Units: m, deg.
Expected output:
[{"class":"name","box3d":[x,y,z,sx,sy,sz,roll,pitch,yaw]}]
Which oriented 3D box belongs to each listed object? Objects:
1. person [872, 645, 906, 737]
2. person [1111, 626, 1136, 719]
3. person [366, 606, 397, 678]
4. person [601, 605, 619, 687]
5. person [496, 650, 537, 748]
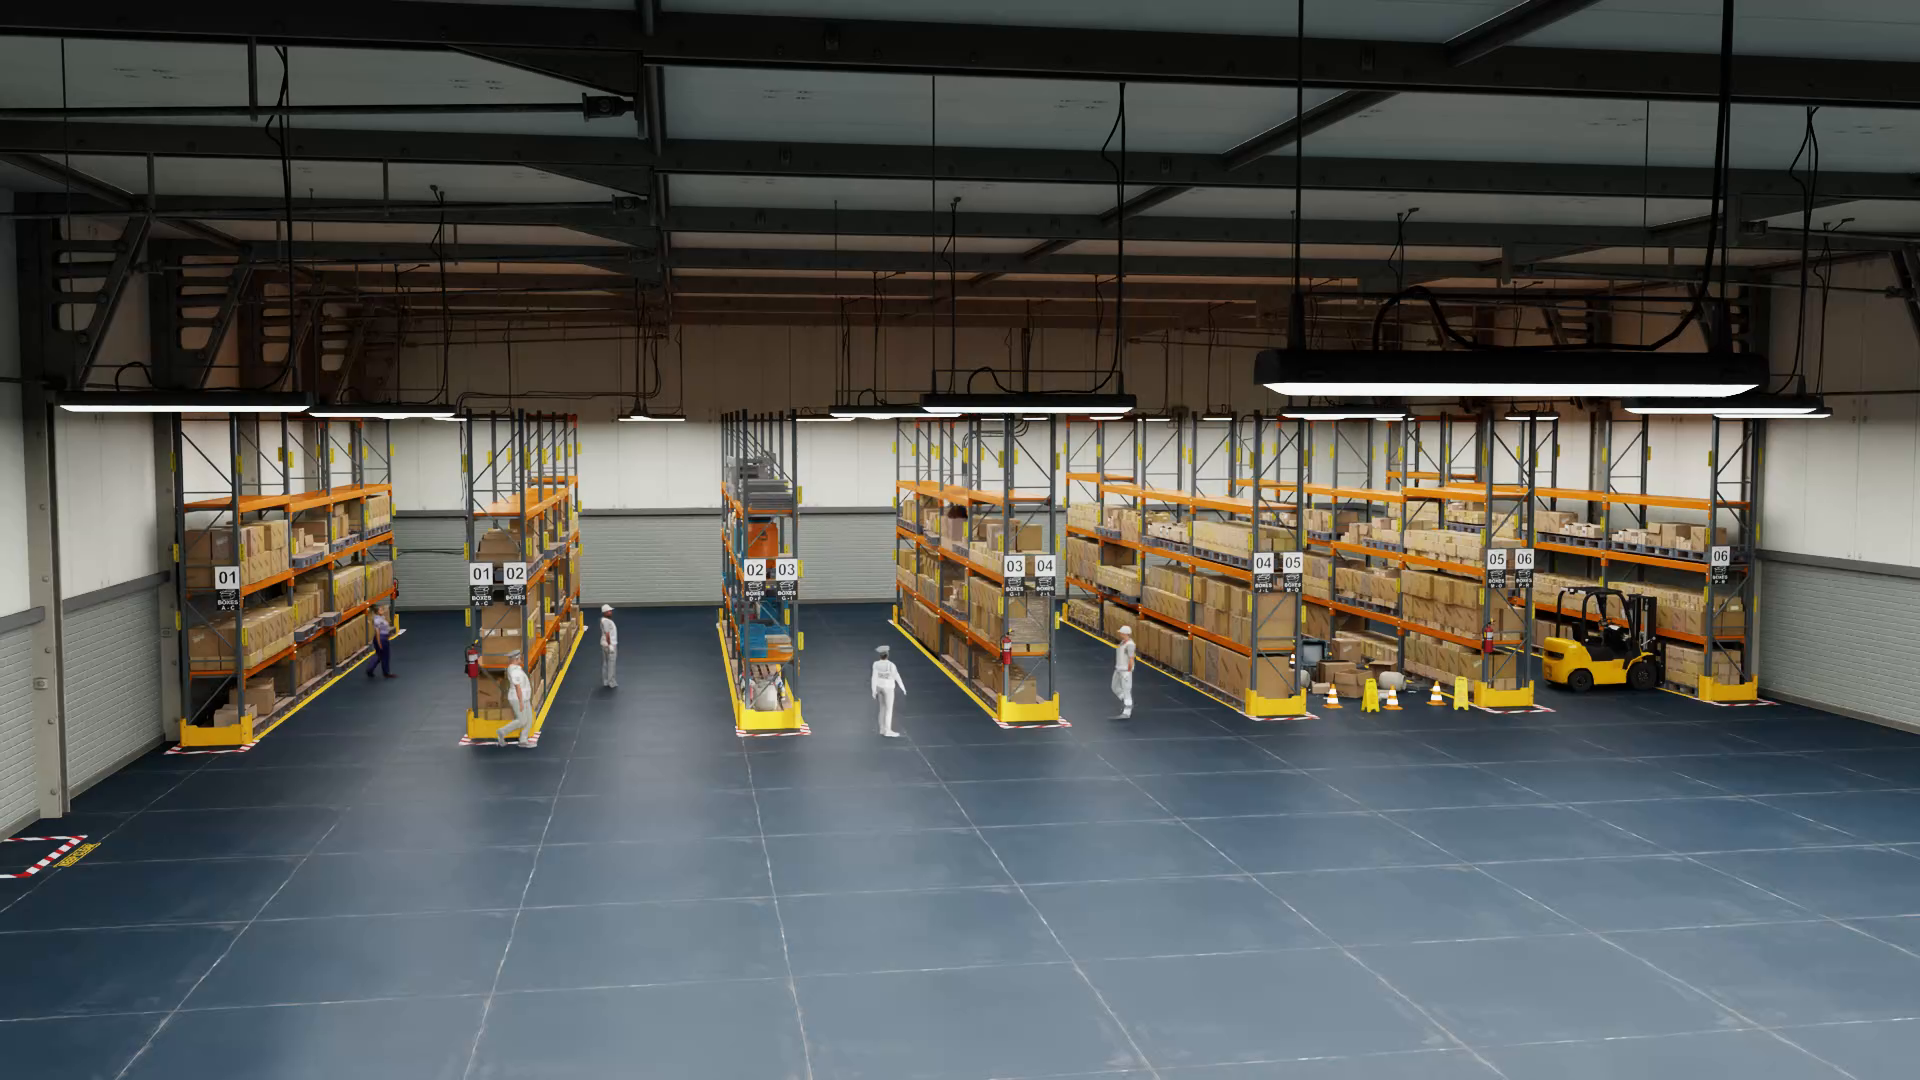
[{"class":"person","box3d":[-1.312,2.766,30.478,0.582,1.687,0.524,-3,5,-40]},{"class":"person","box3d":[3.194,2.557,32.441,0.518,1.788,0.622,-2,4,-24]},{"class":"person","box3d":[-13.068,2.293,37.500,0.661,1.637,0.469,-3,5,-34]},{"class":"person","box3d":[-7.654,2.299,36.302,0.433,1.786,0.571,-2,5,-30]},{"class":"person","box3d":[-7.803,2.797,29.323,0.655,1.732,0.574,0,4,2]}]
